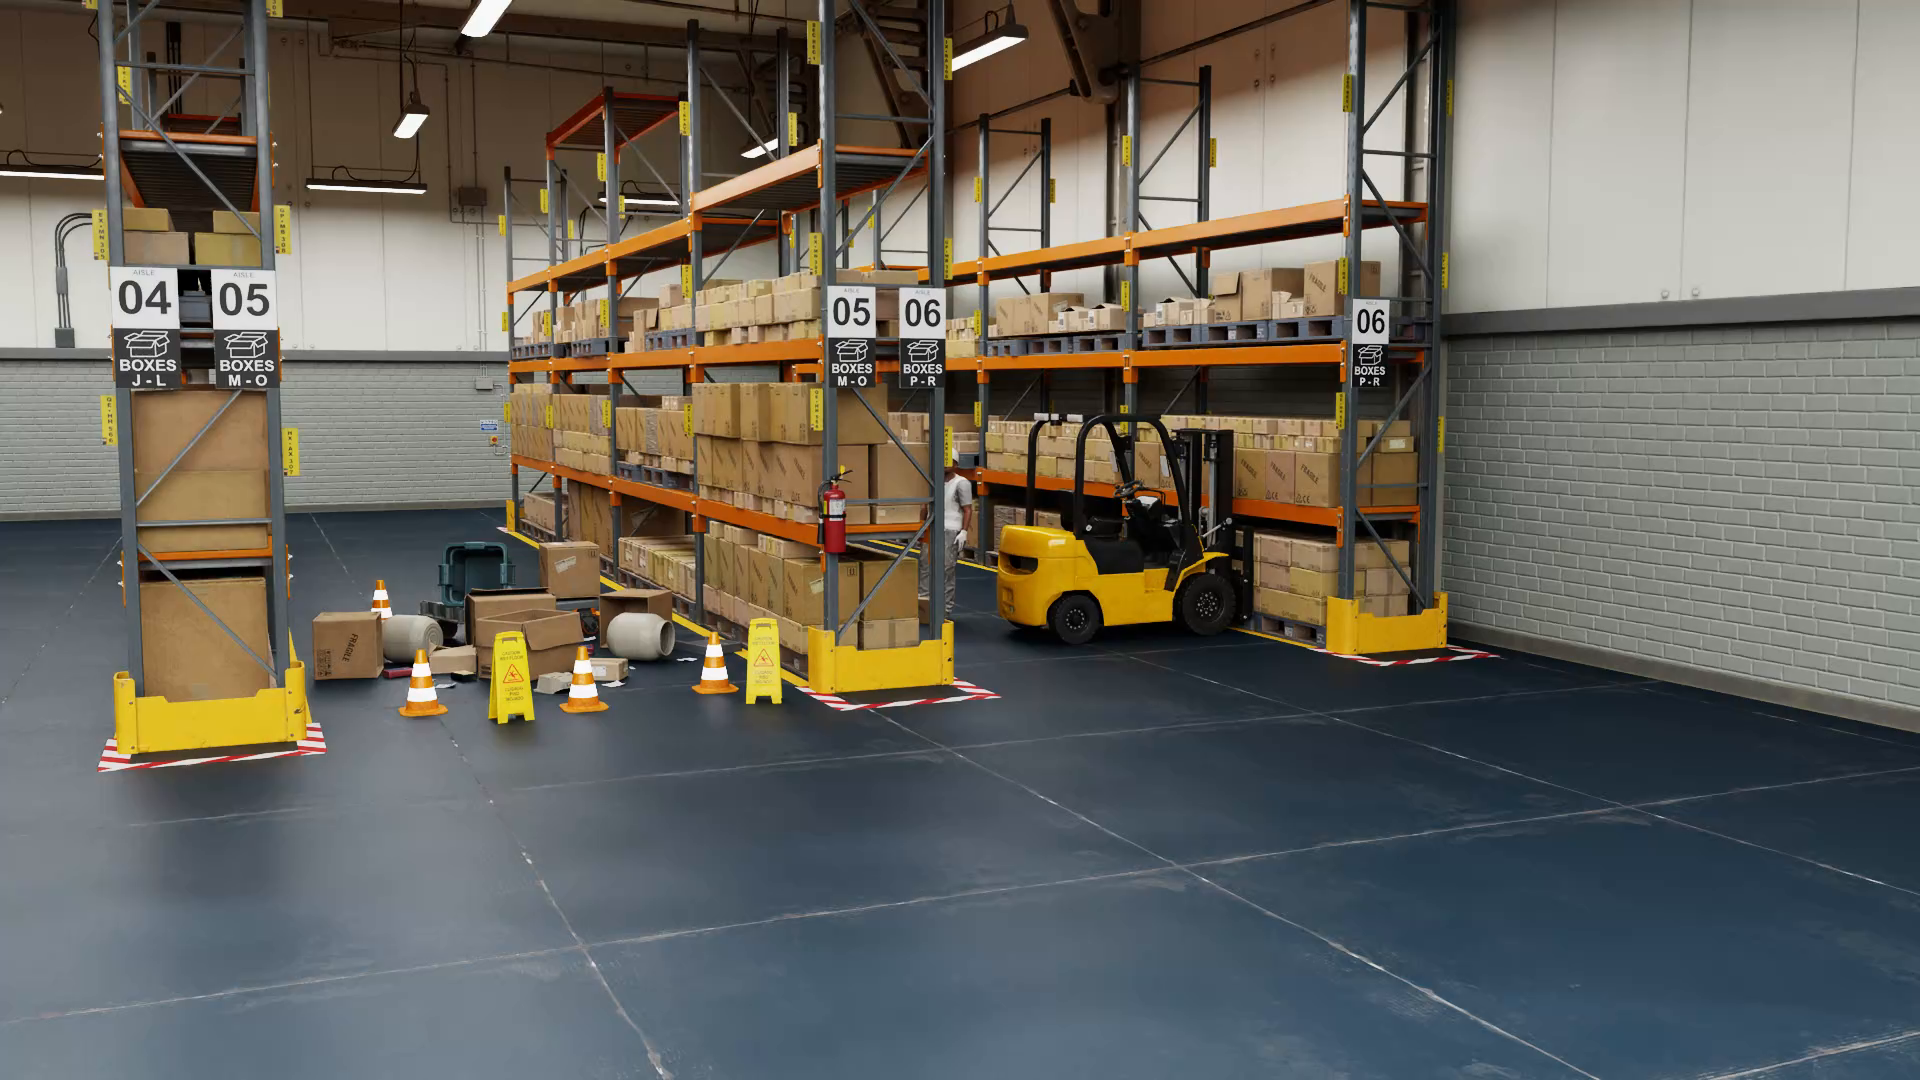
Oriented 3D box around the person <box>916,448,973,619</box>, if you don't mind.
[{"bbox_3d":[-0.224,-0.063,17.207,0.656,1.776,0.577,4,7,37],"label":"person"}]
